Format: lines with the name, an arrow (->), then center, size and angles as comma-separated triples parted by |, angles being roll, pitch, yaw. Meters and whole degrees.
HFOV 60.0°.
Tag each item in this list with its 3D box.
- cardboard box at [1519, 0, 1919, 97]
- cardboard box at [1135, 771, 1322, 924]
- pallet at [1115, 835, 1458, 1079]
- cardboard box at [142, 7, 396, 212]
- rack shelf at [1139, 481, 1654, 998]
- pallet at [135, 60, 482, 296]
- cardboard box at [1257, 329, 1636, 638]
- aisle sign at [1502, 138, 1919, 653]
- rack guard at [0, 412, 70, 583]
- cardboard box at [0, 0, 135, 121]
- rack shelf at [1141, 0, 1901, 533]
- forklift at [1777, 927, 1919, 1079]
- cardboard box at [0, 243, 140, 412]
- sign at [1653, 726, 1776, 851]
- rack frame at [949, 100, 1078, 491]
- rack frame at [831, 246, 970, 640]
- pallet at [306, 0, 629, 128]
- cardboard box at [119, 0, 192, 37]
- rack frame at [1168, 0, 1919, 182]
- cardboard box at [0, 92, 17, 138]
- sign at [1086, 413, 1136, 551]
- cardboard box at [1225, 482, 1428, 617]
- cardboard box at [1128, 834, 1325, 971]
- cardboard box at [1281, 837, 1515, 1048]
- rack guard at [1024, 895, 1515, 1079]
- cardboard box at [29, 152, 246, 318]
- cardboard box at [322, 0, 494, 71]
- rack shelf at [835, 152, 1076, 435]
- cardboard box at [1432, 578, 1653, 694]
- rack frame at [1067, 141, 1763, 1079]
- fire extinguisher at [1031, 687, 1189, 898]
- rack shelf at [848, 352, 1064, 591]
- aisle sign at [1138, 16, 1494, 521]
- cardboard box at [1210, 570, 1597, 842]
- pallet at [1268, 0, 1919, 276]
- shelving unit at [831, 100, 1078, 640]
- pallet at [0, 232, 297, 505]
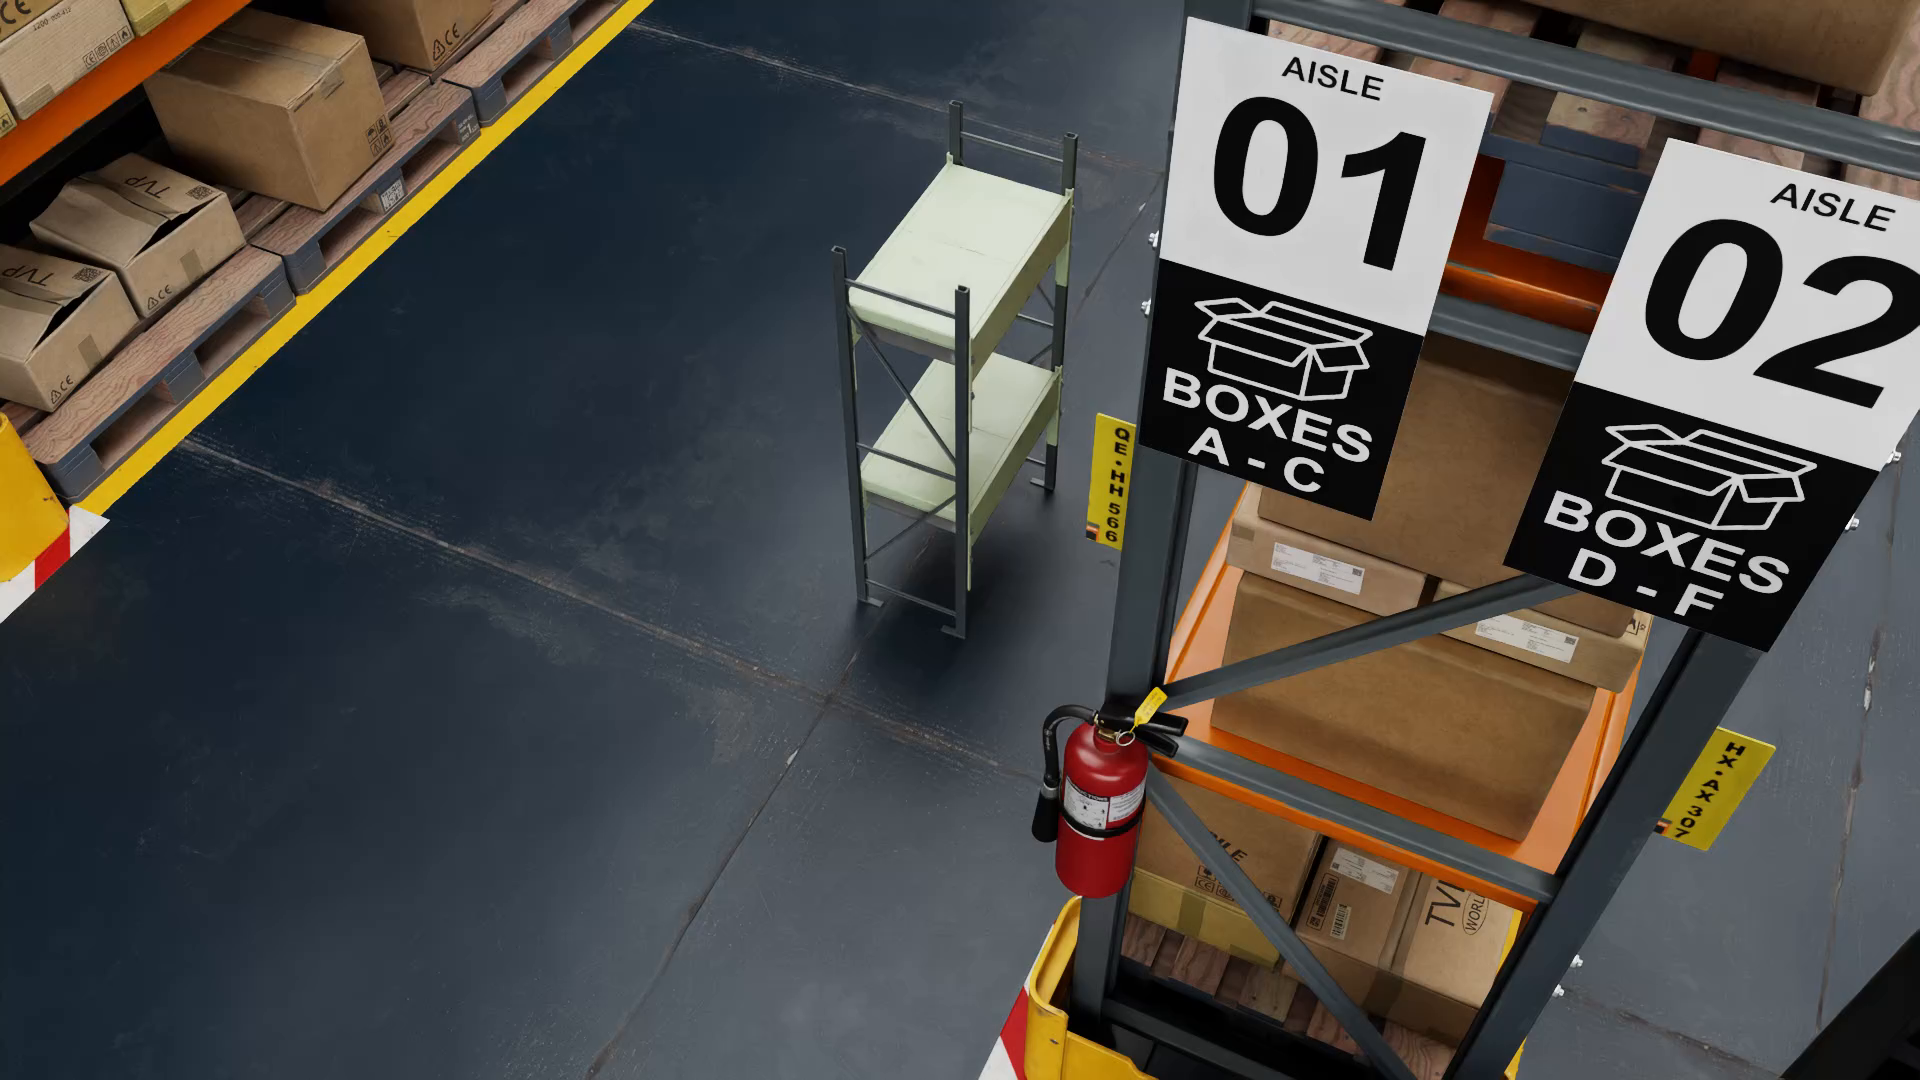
cardboard box -> 1.013, -1.038, 2.259 | 0.797, 0.503, 0.637 | 23, 53, 18
cardboard box -> 0.723, 0.589, 4.316 | 0.500, 0.500, 0.500 | 20, 52, 16
pallet -> 1.052, 0.907, 4.840 | 1.003, 0.211, 1.213 | 20, 52, 16
cardboard box -> -2.738, -1.727, 6.602 | 0.700, 0.500, 0.500 | 17, 52, 14
rack shelf -> 1.618, -0.600, 4.764 | 1.077, 0.370, 4.000 | 20, 52, 16
pallet -> -2.783, -1.599, 6.972 | 1.003, 0.211, 1.213 | 20, 52, 16
cardboard box -> 0.997, -0.263, 3.087 | 0.700, 0.500, 0.500 | 20, 52, 16
aisle sign -> 1.012, -0.154, 2.205 | 0.394, 0.787, 0.004 | 20, 52, 16
rack guard -> -3.685, -0.308, 5.684 | 1.175, 0.500, 0.348 | 20, 52, 16
cardboard box -> -3.013, -1.618, 5.243 | 0.500, 0.250, 0.500 | 18, 52, 15
rack shelf -> 1.618, -1.573, 3.621 | 1.077, 0.370, 4.000 | 20, 52, 16
forklift -> 1.903, 1.449, 2.593 | 3.031, 2.935, 1.130 | -1, 50, -1
cardboard box -> -3.340, -0.784, 5.924 | 0.500, 0.311, 0.500 | 14, 51, 12
sign -> 1.263, 0.422, 2.801 | 0.100, 0.325, 0.005 | 20, 52, 16
rack frame -> 0.154, -0.733, 5.389 | 0.400, 1.500, 0.023 | 20, 52, 16
rack frame -> -0.159, -0.229, 4.960 | 0.400, 1.500, 0.023 | 20, 52, 16
pallet -> -2.263, -2.442, 7.690 | 1.003, 0.211, 1.213 | 20, 52, 16
cardboard box -> -2.790, -1.967, 5.540 | 0.500, 0.250, 0.500 | 19, 52, 16
rack frame -> 0.763, -1.401, 1.033 | 1.000, 3.000, 0.127 | 20, 52, 16
cardboard box -> -3.222, -1.256, 4.935 | 0.500, 0.250, 0.500 | 18, 52, 15
sign -> 0.279, -0.095, 2.945 | 0.100, 0.325, 0.005 | 20, 52, 16
cardboard box -> 0.754, -0.024, 3.309 | 0.380, 0.149, 0.250 | 19, 52, 15
cardboard box -> 0.725, 0.833, 4.601 | 0.500, 0.250, 0.500 | 20, 52, 16
cardboard box -> 1.194, 1.002, 4.458 | 0.500, 0.250, 0.500 | 20, 52, 16
rack guard -> 0.753, 1.370, 4.256 | 1.175, 0.500, 0.348 | 20, 52, 16
cardboard box -> -3.097, -1.177, 6.258 | 0.500, 0.311, 0.500 | 24, 54, 19
cardboard box -> -2.415, -2.425, 7.196 | 0.500, 0.500, 0.500 | 16, 52, 13
rack shelf -> -0.003, -0.734, 4.878 | 0.431, 0.370, 0.720 | 20, 52, 16
cardboard box -> 1.126, 0.101, 3.203 | 0.380, 0.149, 0.250 | 19, 52, 16
rack frame -> 0.763, 0.544, 3.318 | 1.000, 3.000, 0.127 | 20, 52, 16
fire extinguisher -> 0.293, 0.499, 3.407 | 0.296, 0.674, 0.183 | 20, 52, 16
rack shelf -> -0.003, -0.270, 5.423 | 0.431, 0.370, 0.720 | 20, 52, 16
aisle sign -> 0.470, -0.349, 2.371 | 0.394, 0.787, 0.004 | 20, 52, 16
cardboard box -> 0.974, 0.194, 3.550 | 0.700, 0.500, 0.500 | 20, 52, 16
pallet -> 1.089, -0.878, 2.616 | 1.003, 0.211, 1.213 | 20, 52, 16
shelving unit -> -0.003, -0.481, 5.175 | 0.431, 1.500, 0.755 | 20, 52, 16
pallet -> -3.306, -0.762, 6.260 | 1.003, 0.211, 1.213 | 20, 52, 16
